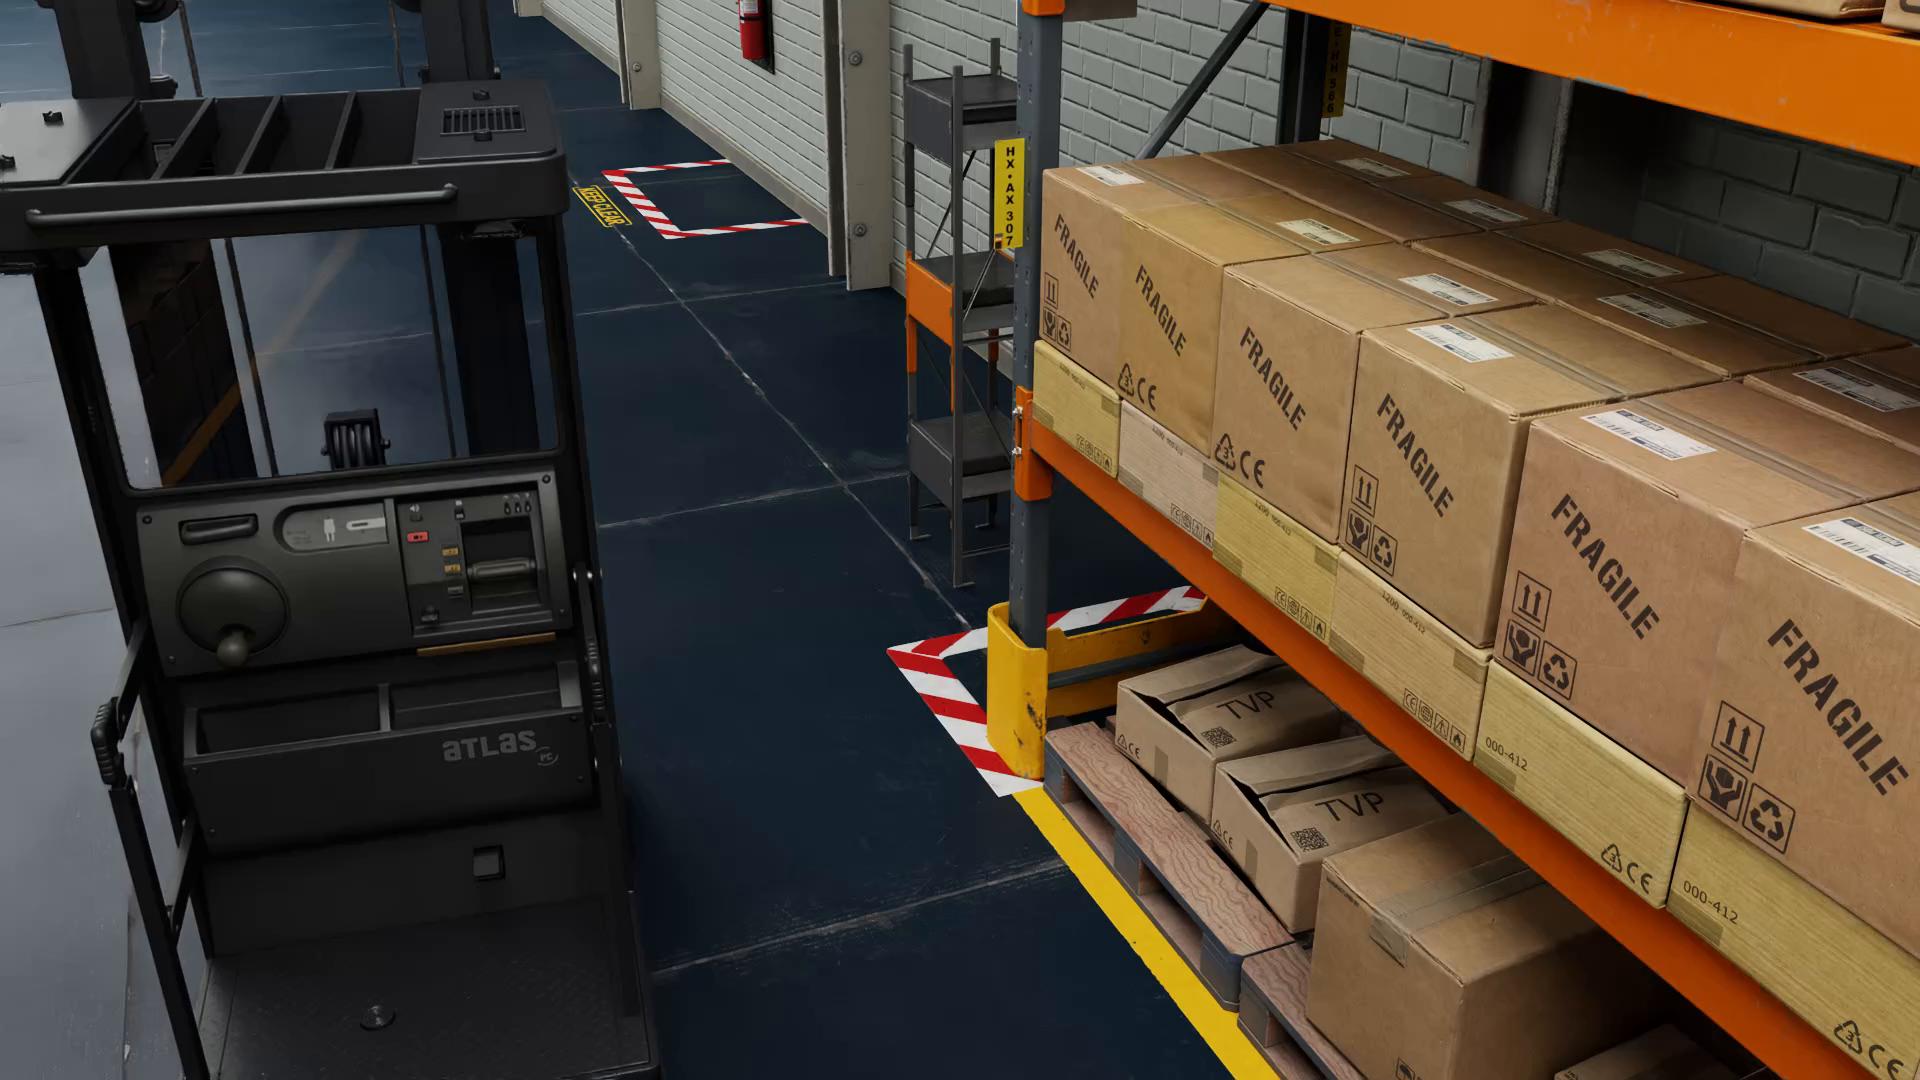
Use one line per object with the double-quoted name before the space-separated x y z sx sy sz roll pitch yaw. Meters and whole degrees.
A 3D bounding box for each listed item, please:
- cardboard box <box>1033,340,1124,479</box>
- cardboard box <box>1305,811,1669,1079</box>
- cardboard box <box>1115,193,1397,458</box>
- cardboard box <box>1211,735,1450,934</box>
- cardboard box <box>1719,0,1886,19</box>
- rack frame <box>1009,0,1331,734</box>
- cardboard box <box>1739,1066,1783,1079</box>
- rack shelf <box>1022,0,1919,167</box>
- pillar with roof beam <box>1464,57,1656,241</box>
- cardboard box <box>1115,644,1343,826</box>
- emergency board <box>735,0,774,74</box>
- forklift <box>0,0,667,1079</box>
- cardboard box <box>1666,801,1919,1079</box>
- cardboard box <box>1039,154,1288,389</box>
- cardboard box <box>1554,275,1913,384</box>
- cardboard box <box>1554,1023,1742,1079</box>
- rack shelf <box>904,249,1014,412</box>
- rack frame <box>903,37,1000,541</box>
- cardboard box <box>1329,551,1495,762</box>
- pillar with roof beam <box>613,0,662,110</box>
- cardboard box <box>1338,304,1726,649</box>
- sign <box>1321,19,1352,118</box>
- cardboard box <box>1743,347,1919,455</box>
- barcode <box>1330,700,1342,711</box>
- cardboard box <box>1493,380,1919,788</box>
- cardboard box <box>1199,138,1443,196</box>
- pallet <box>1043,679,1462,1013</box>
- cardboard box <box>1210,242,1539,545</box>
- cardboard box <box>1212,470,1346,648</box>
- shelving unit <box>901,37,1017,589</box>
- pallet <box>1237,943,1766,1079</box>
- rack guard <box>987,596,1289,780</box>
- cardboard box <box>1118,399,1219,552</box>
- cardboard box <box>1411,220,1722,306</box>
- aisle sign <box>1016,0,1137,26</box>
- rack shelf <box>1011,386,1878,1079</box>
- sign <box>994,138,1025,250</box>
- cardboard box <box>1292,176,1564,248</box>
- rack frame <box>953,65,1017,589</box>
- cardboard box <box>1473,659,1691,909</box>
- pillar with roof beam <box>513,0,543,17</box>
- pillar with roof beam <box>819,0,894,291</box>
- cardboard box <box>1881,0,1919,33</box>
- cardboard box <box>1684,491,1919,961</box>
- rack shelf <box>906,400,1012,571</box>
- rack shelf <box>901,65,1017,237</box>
"cardboard box" 0.548 -0.423 4.845 0.500 0.250 0.500 -11 28 -22
"cardboard box" 1.302 1.023 4.084 0.700 0.500 0.500 -12 29 -24
"cardboard box" 0.744 -0.566 4.283 0.500 0.500 0.500 -10 28 -20
"cardboard box" 1.060 0.803 4.750 0.500 0.311 0.500 -8 27 -16
"cardboard box" 1.352 -1.105 2.538 0.500 0.500 0.500 -12 28 -23
"rack frame" 0.649 -0.733 5.332 1.000 3.000 0.127 -11 28 -21
"cardboard box" 1.772 1.396 3.320 0.500 0.500 0.500 -13 29 -24
"rack shelf" 1.432 -0.950 3.178 1.077 0.370 4.000 -11 28 -21
"pillar with roof beam" -2.242 -2.555 2.226 9.100 9.000 0.400 -11 28 -21
"cardboard box" 0.837 0.573 5.221 0.500 0.311 0.500 -14 29 -26
"emergency board" -1.563 -4.025 12.075 0.194 1.169 0.643 -11 28 -21
"forklift" -1.350 0.100 3.705 1.130 2.935 3.031 -7 27 -13
"cardboard box" 1.563 0.599 2.753 0.500 0.250 0.500 -10 28 -20
"cardboard box" 0.559 -0.767 4.695 0.500 0.500 0.500 -11 28 -21
"cardboard box" 1.621 -0.241 3.619 0.500 0.500 0.500 -10 28 -20
"cardboard box" 1.607 1.316 3.883 0.380 0.149 0.250 -13 29 -25
"rack shelf" 0.065 -0.864 6.658 0.431 0.518 0.480 -11 28 -21
"rack frame" -0.031 -0.975 6.854 0.400 2.100 0.015 -11 28 -21
"cardboard box" 1.154 0.196 3.579 0.500 0.250 0.500 -10 28 -20
"pillar with roof beam" -6.942 -7.399 12.148 9.100 9.000 0.400 -11 28 -21
"cardboard box" 1.153 -0.150 3.431 0.500 0.500 0.500 -10 28 -19
"sign" 1.167 -1.482 5.187 0.100 0.325 0.005 -11 28 -21
"cardboard box" 1.834 -0.034 3.193 0.500 0.500 0.500 -10 28 -19
"barcode" 1.212 0.507 5.345 0.001 0.075 0.075 -11 28 -21
"cardboard box" 1.358 0.060 3.001 0.500 0.500 0.500 -11 28 -22
"cardboard box" 1.029 -0.857 4.881 0.500 0.500 0.500 -11 28 -21
"pallet" 0.964 0.885 5.196 1.003 0.211 1.213 -11 28 -21
"cardboard box" 0.940 -0.356 3.854 0.500 0.500 0.500 -12 28 -22
"cardboard box" 0.958 -0.009 3.997 0.500 0.250 0.500 -11 28 -21
"shelving unit" 0.065 -0.877 6.652 0.431 2.100 0.503 -11 28 -21
"pallet" 1.438 1.377 4.189 1.003 0.211 1.213 -11 28 -21
"rack guard" 0.679 0.421 5.817 1.175 0.500 0.348 -11 28 -21
"cardboard box" 0.764 -0.215 4.421 0.500 0.250 0.500 -11 28 -22
"cardboard box" 1.424 -0.445 4.035 0.500 0.500 0.500 -11 28 -22
"aisle sign" 0.345 -1.878 4.715 0.394 0.787 0.004 -11 28 -21
"rack shelf" 1.432 0.398 3.836 1.077 0.370 4.000 -11 28 -21
"sign" 0.150 -1.028 4.951 0.100 0.325 0.005 -11 28 -21
"cardboard box" 1.217 -0.653 4.461 0.500 0.500 0.500 -10 28 -20
"rack frame" 0.160 -0.778 6.451 0.400 2.100 0.015 -11 28 -21
"cardboard box" 1.352 0.399 3.163 0.500 0.250 0.500 -11 28 -21
"pillar with roof beam" -9.291 -9.821 17.109 9.100 9.000 0.400 -11 28 -21
"pillar with roof beam" -4.592 -4.977 7.187 9.100 9.000 0.400 -11 28 -21
"cardboard box" 1.604 -0.887 2.093 0.500 0.500 0.500 -13 29 -25
"cardboard box" 1.545 0.265 2.581 0.500 0.500 0.500 -11 28 -21
"rack shelf" 0.065 -0.235 6.966 0.431 0.518 0.480 -11 28 -21
"rack shelf" 0.065 -1.493 6.351 0.431 0.518 0.480 -11 28 -21
